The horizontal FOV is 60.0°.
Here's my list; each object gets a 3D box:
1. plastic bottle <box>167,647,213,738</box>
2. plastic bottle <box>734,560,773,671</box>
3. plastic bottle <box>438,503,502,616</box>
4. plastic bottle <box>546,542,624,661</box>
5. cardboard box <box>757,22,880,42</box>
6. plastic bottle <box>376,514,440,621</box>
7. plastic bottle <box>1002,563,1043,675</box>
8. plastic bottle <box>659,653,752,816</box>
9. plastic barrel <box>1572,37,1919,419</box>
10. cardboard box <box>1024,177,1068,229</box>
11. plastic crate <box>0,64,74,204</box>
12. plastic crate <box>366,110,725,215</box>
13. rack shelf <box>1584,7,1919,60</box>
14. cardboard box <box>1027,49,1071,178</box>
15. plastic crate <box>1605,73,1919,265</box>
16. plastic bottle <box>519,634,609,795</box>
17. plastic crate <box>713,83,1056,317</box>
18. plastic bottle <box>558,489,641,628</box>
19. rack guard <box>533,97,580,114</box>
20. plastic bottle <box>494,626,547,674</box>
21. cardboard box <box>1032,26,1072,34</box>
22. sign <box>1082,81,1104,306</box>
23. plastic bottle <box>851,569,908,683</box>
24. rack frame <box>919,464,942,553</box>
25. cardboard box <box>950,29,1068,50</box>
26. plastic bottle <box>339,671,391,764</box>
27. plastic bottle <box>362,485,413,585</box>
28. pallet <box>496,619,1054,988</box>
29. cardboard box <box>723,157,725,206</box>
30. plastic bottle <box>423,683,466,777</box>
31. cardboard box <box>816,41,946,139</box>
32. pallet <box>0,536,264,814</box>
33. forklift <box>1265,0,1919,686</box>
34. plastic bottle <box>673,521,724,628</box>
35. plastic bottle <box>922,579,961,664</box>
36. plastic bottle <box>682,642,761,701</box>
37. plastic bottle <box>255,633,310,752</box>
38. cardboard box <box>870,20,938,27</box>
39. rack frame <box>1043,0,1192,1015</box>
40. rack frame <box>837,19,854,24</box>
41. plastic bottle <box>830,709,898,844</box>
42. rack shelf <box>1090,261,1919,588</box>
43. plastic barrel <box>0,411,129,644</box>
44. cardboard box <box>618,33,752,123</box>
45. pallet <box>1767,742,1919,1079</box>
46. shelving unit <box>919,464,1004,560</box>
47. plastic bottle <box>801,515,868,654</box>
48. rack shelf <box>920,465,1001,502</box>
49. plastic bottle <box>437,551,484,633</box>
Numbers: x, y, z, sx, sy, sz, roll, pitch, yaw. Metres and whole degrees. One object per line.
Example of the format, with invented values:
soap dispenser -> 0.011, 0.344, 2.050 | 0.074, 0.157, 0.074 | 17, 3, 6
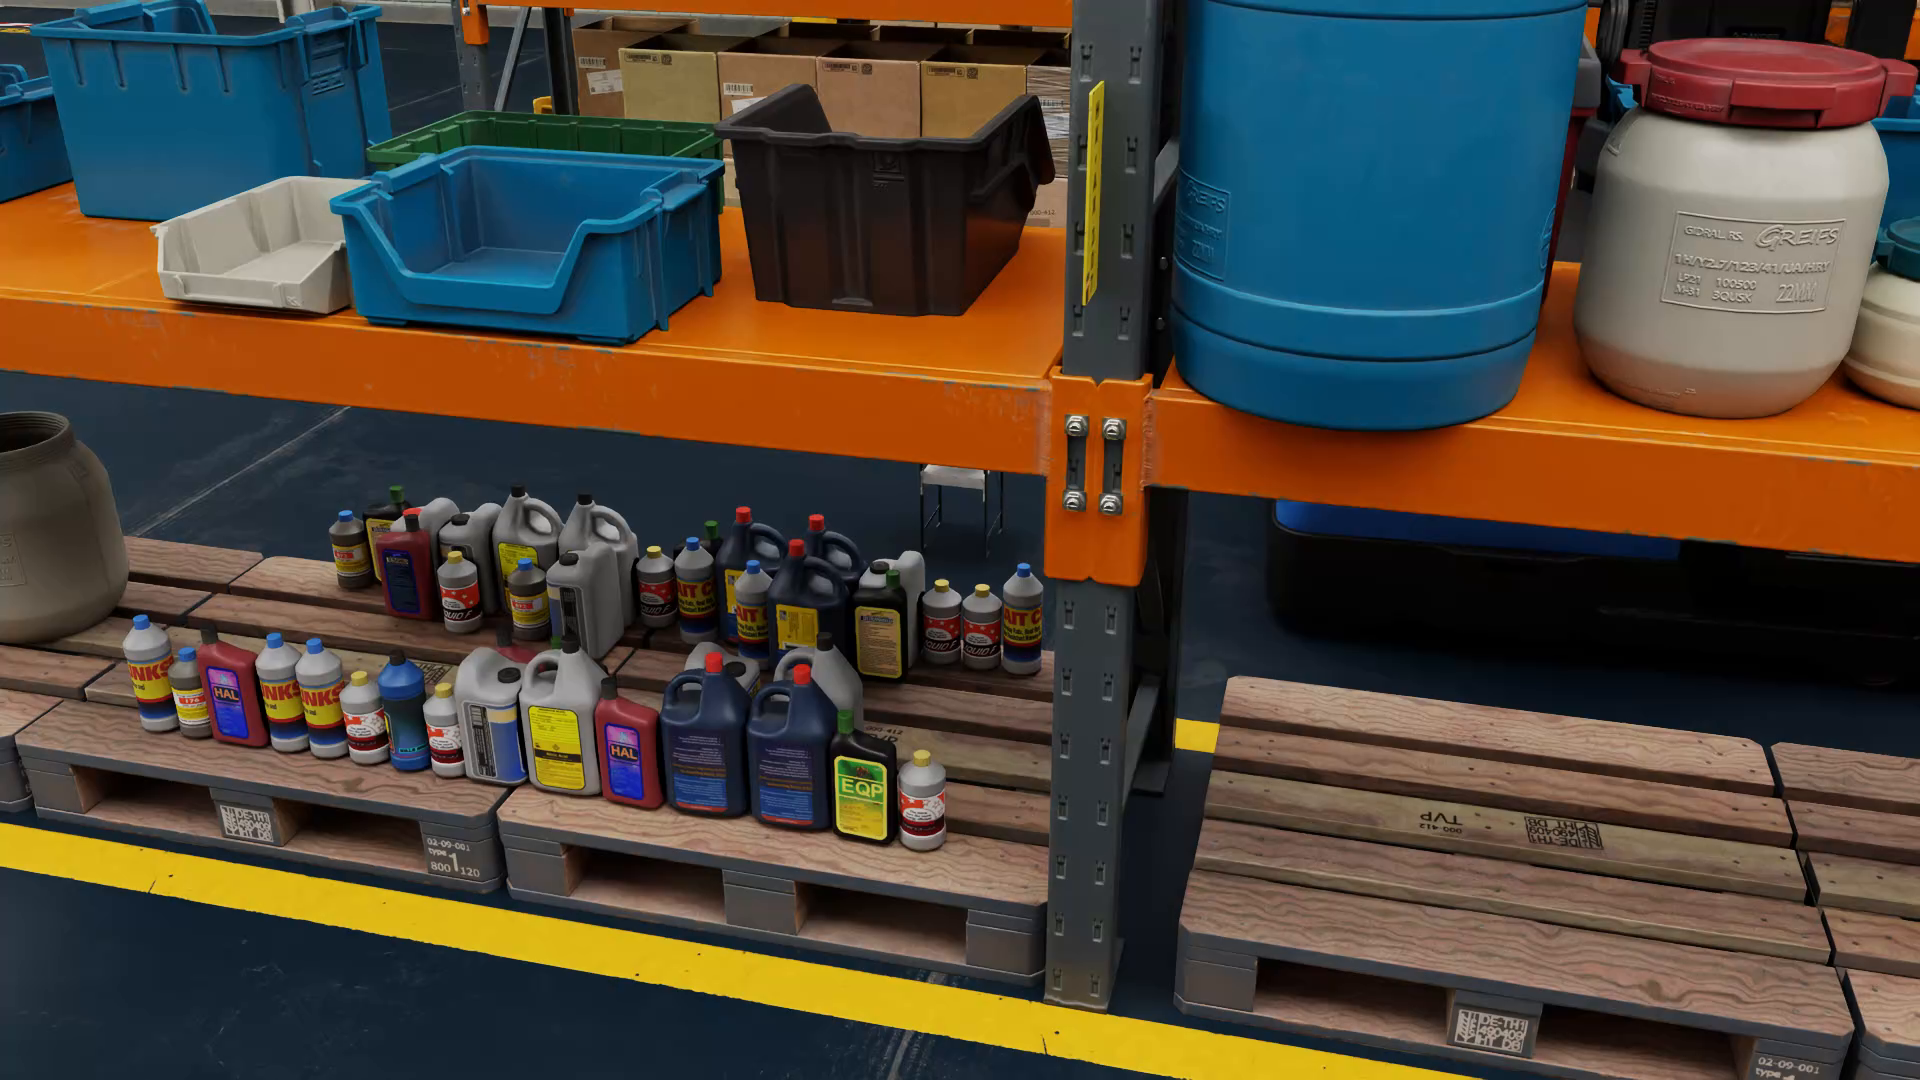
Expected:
plastic bottle -> -1.743, 0.340, 3.790 | 0.097, 0.201, 0.097 | 0, 25, 0
plastic bottle -> -0.497, 0.177, 4.051 | 0.097, 0.271, 0.097 | 0, 25, 0
plastic bottle -> -1.262, 0.038, 4.336 | 0.135, 0.276, 0.152 | 6, 26, 12
plastic bottle -> -0.933, 0.139, 4.126 | 0.135, 0.276, 0.152 | 6, 26, 13
cardboard box -> -0.719, -2.374, 8.585 | 0.500, 0.500, 0.500 | 6, 26, 13
plastic bottle -> -1.423, 0.065, 4.273 | 0.133, 0.283, 0.061 | 6, 26, 13
plastic bottle -> 0.153, 0.185, 4.034 | 0.097, 0.271, 0.097 | 0, 25, 0
plastic bottle -> -0.529, 0.396, 3.498 | 0.185, 0.351, 0.144 | 5, 26, 10
plastic barrel -> 1.224, -0.499, 2.651 | 0.433, 0.535, 0.433 | 0, 25, 0
cardboard box -> 0.604, -1.658, 7.953 | 0.500, 0.250, 0.500 | 6, 26, 13
plastic crate -> -2.335, -0.992, 4.017 | 0.408, 0.251, 0.499 | 6, 26, 13
plastic crate -> -0.892, -0.799, 3.685 | 0.662, 0.188, 0.450 | 6, 26, 13
rack shelf -> 3.526, -2.155, 7.123 | 4.000, 0.370, 1.077 | 6, 26, 13
cardboard box -> 0.604, -1.997, 7.794 | 0.500, 0.500, 0.500 | 6, 26, 13
plastic crate -> 1.498, -0.636, 3.115 | 0.575, 0.384, 0.392 | 6, 26, 13
plastic bottle -> -0.842, 0.362, 3.571 | 0.185, 0.351, 0.144 | 6, 26, 13
plastic crate -> -0.123, -0.713, 3.330 | 0.504, 0.338, 0.767 | 6, 26, 13
plastic bottle -> -0.921, 0.041, 4.245 | 0.185, 0.351, 0.144 | 6, 26, 13
rack guard -> -2.308, -1.996, 8.860 | 0.348, 0.500, 1.175 | 6, 26, 13
plastic bottle -> -0.973, 0.328, 3.719 | 0.133, 0.283, 0.061 | 6, 26, 13
cardboard box -> 0.843, -3.983, 12.522 | 0.500, 0.500, 0.700 | 5, 26, 10
sign -> 0.204, -0.529, 2.549 | 0.005, 0.325, 0.100 | 6, 26, 13
plastic bottle -> -0.193, 0.201, 3.987 | 0.133, 0.283, 0.061 | 6, 26, 13
rack frame -> -0.091, -0.416, 5.078 | 0.006, 0.900, 0.240 | 6, 26, 13
cardboard box -> 0.250, -2.267, 8.361 | 0.500, 0.500, 0.500 | 6, 26, 13
plastic bottle -> -1.319, 0.387, 3.692 | 0.097, 0.201, 0.097 | 0, 25, 0
plastic bottle -> -1.516, -0.013, 4.436 | 0.133, 0.283, 0.061 | 7, 26, 14
pallet -> -0.288, 0.538, 3.874 | 1.213, 0.211, 1.003 | 6, 26, 13
cardboard box -> -1.336, -1.868, 8.394 | 0.500, 0.250, 0.500 | 6, 26, 13
plastic bottle -> -1.120, 0.409, 3.646 | 0.097, 0.201, 0.097 | 0, 25, 0
cardboard box -> -0.369, -2.097, 8.002 | 0.500, 0.500, 0.500 | 6, 26, 13
pallet -> -2.651, 0.277, 4.423 | 1.213, 0.211, 1.003 | 6, 26, 13
forklift -> 2.439, -1.168, 4.293 | 3.031, 2.935, 1.130 | 4, 26, 9
plastic bottle -> -0.659, 0.082, 4.237 | 0.133, 0.283, 0.061 | 7, 26, 15
plastic bottle -> -0.044, 0.195, 4.095 | 0.097, 0.201, 0.097 | 0, 25, 0
plastic bottle -> -0.517, 0.365, 3.650 | 0.135, 0.276, 0.152 | 6, 26, 13
plastic bottle -> -1.512, 0.334, 3.722 | 0.097, 0.271, 0.097 | 0, 25, 0
cardboard box -> -0.407, -4.058, 12.899 | 0.500, 0.311, 0.500 | 3, 26, 7
rack frame -> 0.352, -0.632, 3.088 | 0.127, 3.000, 1.000 | 6, 26, 13
rack frame -> -1.055, -5.184, 12.650 | 0.127, 3.000, 1.000 | 6, 26, 13
plastic bottle -> -0.196, 0.482, 3.397 | 0.133, 0.283, 0.061 | 8, 27, 16
rack shelf -> 2.289, -0.093, 2.792 | 4.000, 0.370, 1.077 | 6, 26, 13
plastic barrel -> -2.380, -0.034, 4.238 | 0.421, 0.512, 0.421 | 0, 25, 0
cardboard box -> -1.336, -2.206, 8.231 | 0.500, 0.500, 0.500 | 6, 26, 13
pallet -> 2.308, 0.825, 3.272 | 1.213, 0.211, 1.003 | 6, 26, 13
shelving unit -> 0.008, -0.405, 5.055 | 0.210, 0.900, 0.258 | 6, 26, 13
plastic bottle -> -0.326, 0.106, 4.107 | 0.185, 0.351, 0.144 | 7, 26, 14
rack shelf -> 0.008, -0.213, 5.146 | 0.200, 0.077, 0.258 | 6, 26, 13
plastic bottle -> -1.275, 0.126, 4.239 | 0.097, 0.201, 0.097 | 0, 25, 0
